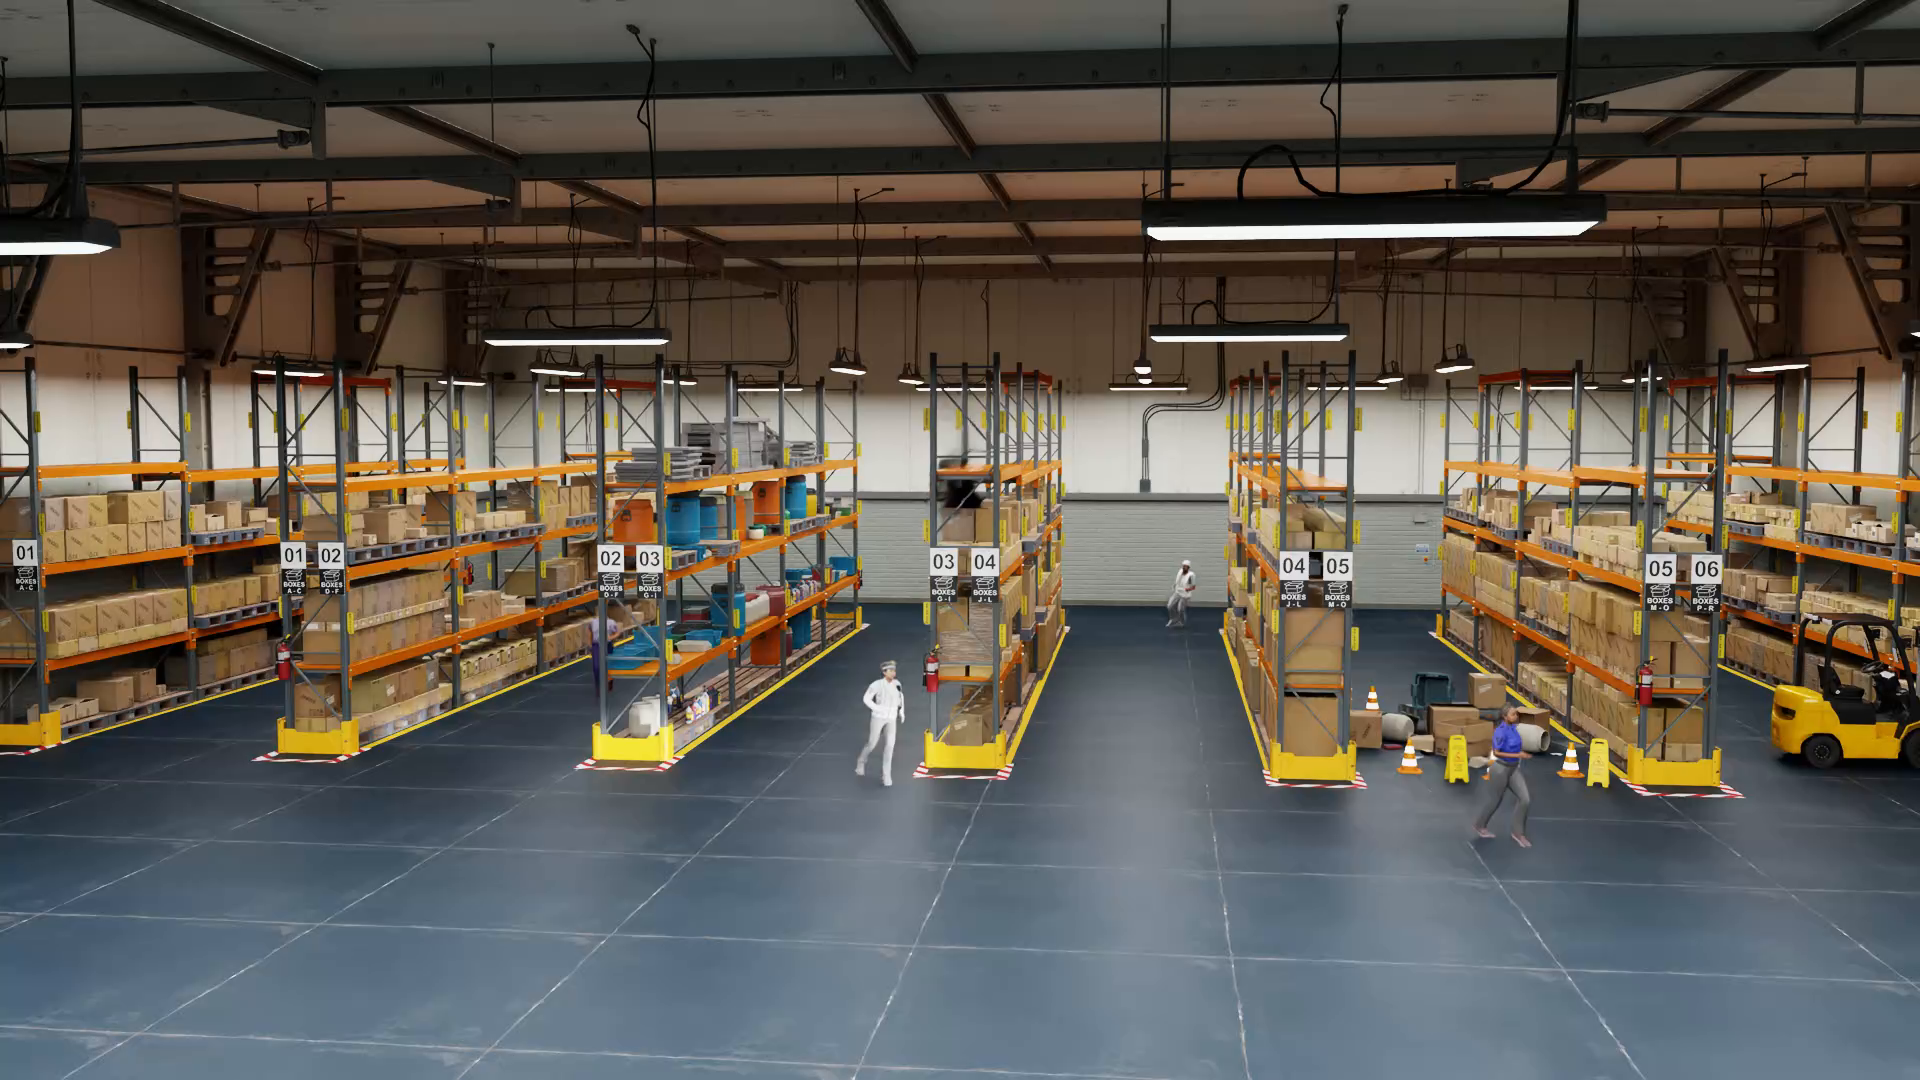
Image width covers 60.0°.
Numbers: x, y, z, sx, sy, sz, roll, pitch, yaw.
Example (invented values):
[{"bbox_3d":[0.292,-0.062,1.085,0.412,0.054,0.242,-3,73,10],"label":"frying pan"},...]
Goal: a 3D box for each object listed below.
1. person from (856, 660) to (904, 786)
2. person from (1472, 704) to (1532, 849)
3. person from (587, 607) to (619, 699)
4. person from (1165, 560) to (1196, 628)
[{"bbox_3d":[-1.032,2.515,23.235,0.676,1.674,0.917,-2,4,-24],"label":"person"},{"bbox_3d":[6.438,2.788,19.689,0.563,1.712,0.766,-3,5,-38],"label":"person"},{"bbox_3d":[-6.545,2.036,30.470,0.603,1.661,0.781,0,4,-4],"label":"person"},{"bbox_3d":[5.379,1.311,40.189,0.638,1.693,0.853,-3,5,-39],"label":"person"}]
